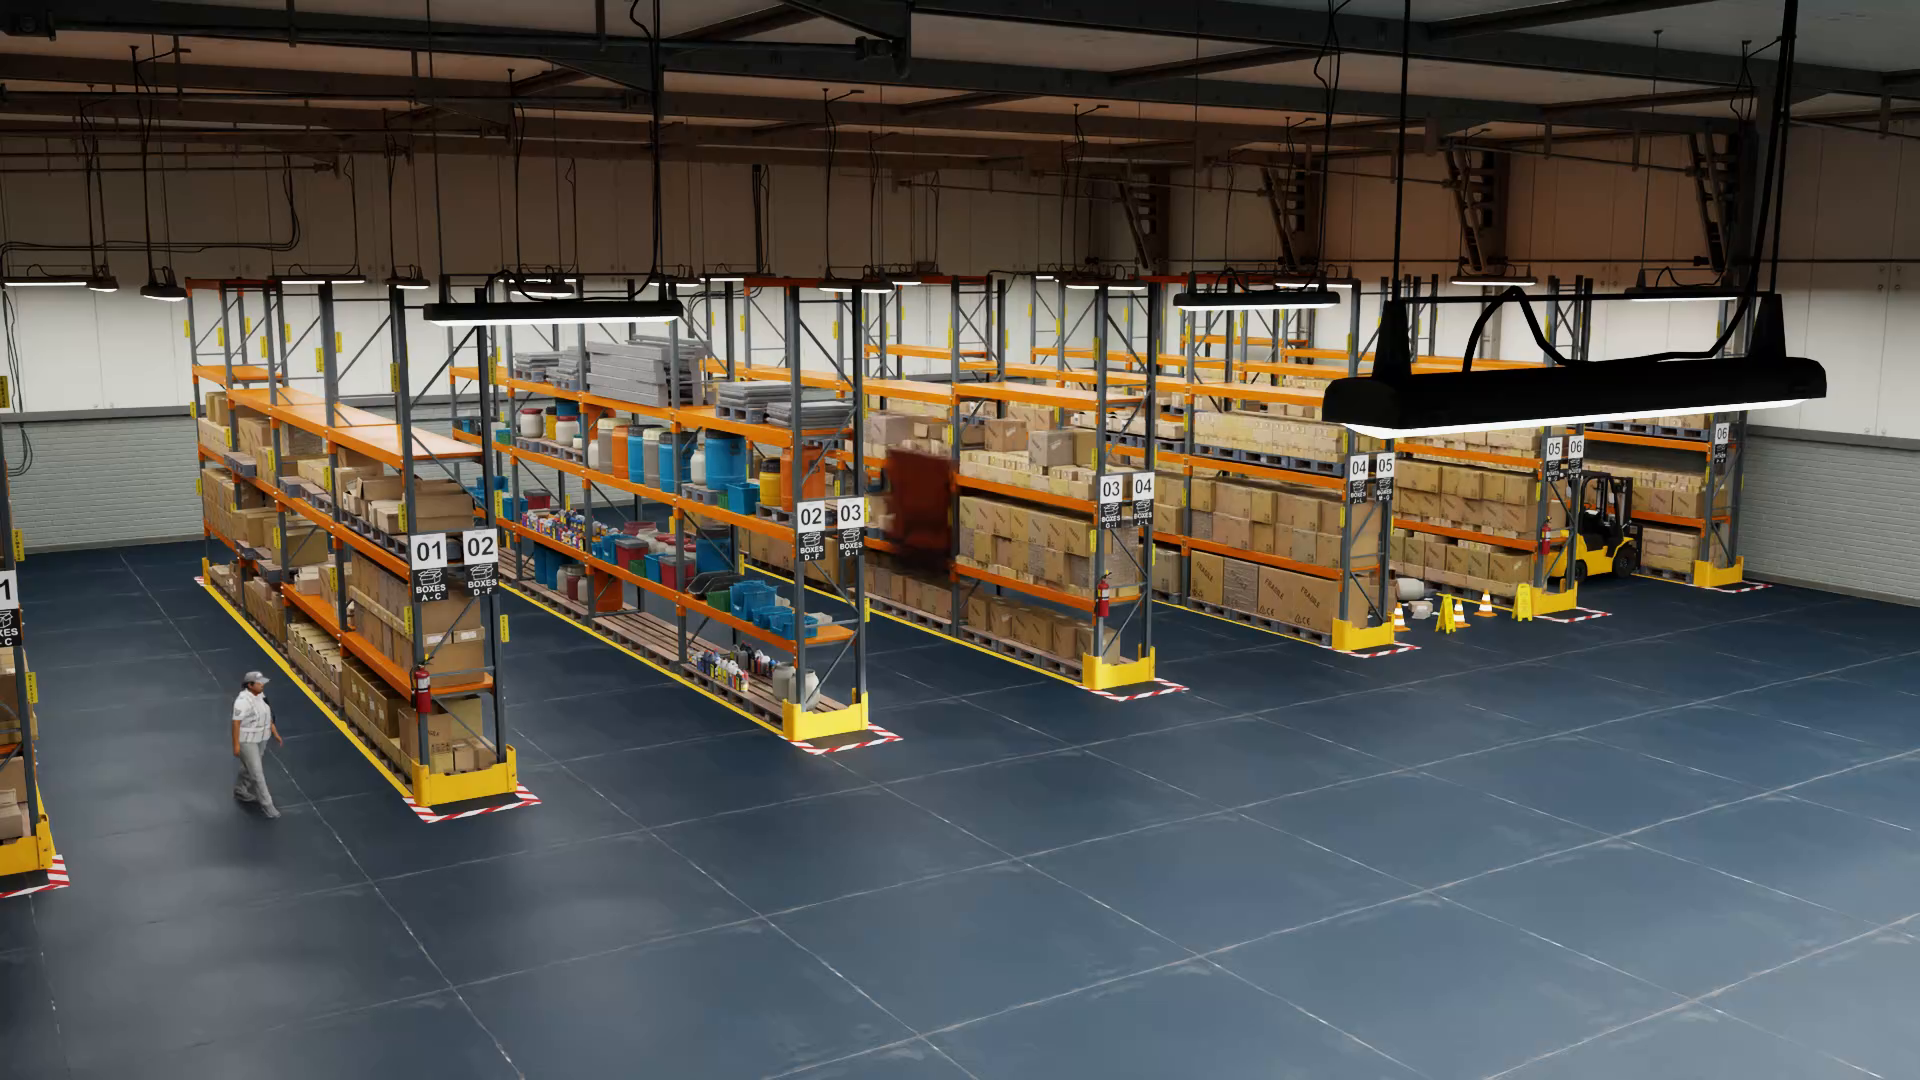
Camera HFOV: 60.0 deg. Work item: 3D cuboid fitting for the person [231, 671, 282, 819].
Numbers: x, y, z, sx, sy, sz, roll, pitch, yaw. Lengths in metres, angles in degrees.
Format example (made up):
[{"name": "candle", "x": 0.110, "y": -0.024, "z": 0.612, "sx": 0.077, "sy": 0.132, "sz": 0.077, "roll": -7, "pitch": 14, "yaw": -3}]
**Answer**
[{"name": "person", "x": -8.174, "y": 2.326, "z": 19.285, "sx": 0.925, "sy": 1.647, "sz": 0.551, "roll": 4, "pitch": 10, "yaw": 24}]
